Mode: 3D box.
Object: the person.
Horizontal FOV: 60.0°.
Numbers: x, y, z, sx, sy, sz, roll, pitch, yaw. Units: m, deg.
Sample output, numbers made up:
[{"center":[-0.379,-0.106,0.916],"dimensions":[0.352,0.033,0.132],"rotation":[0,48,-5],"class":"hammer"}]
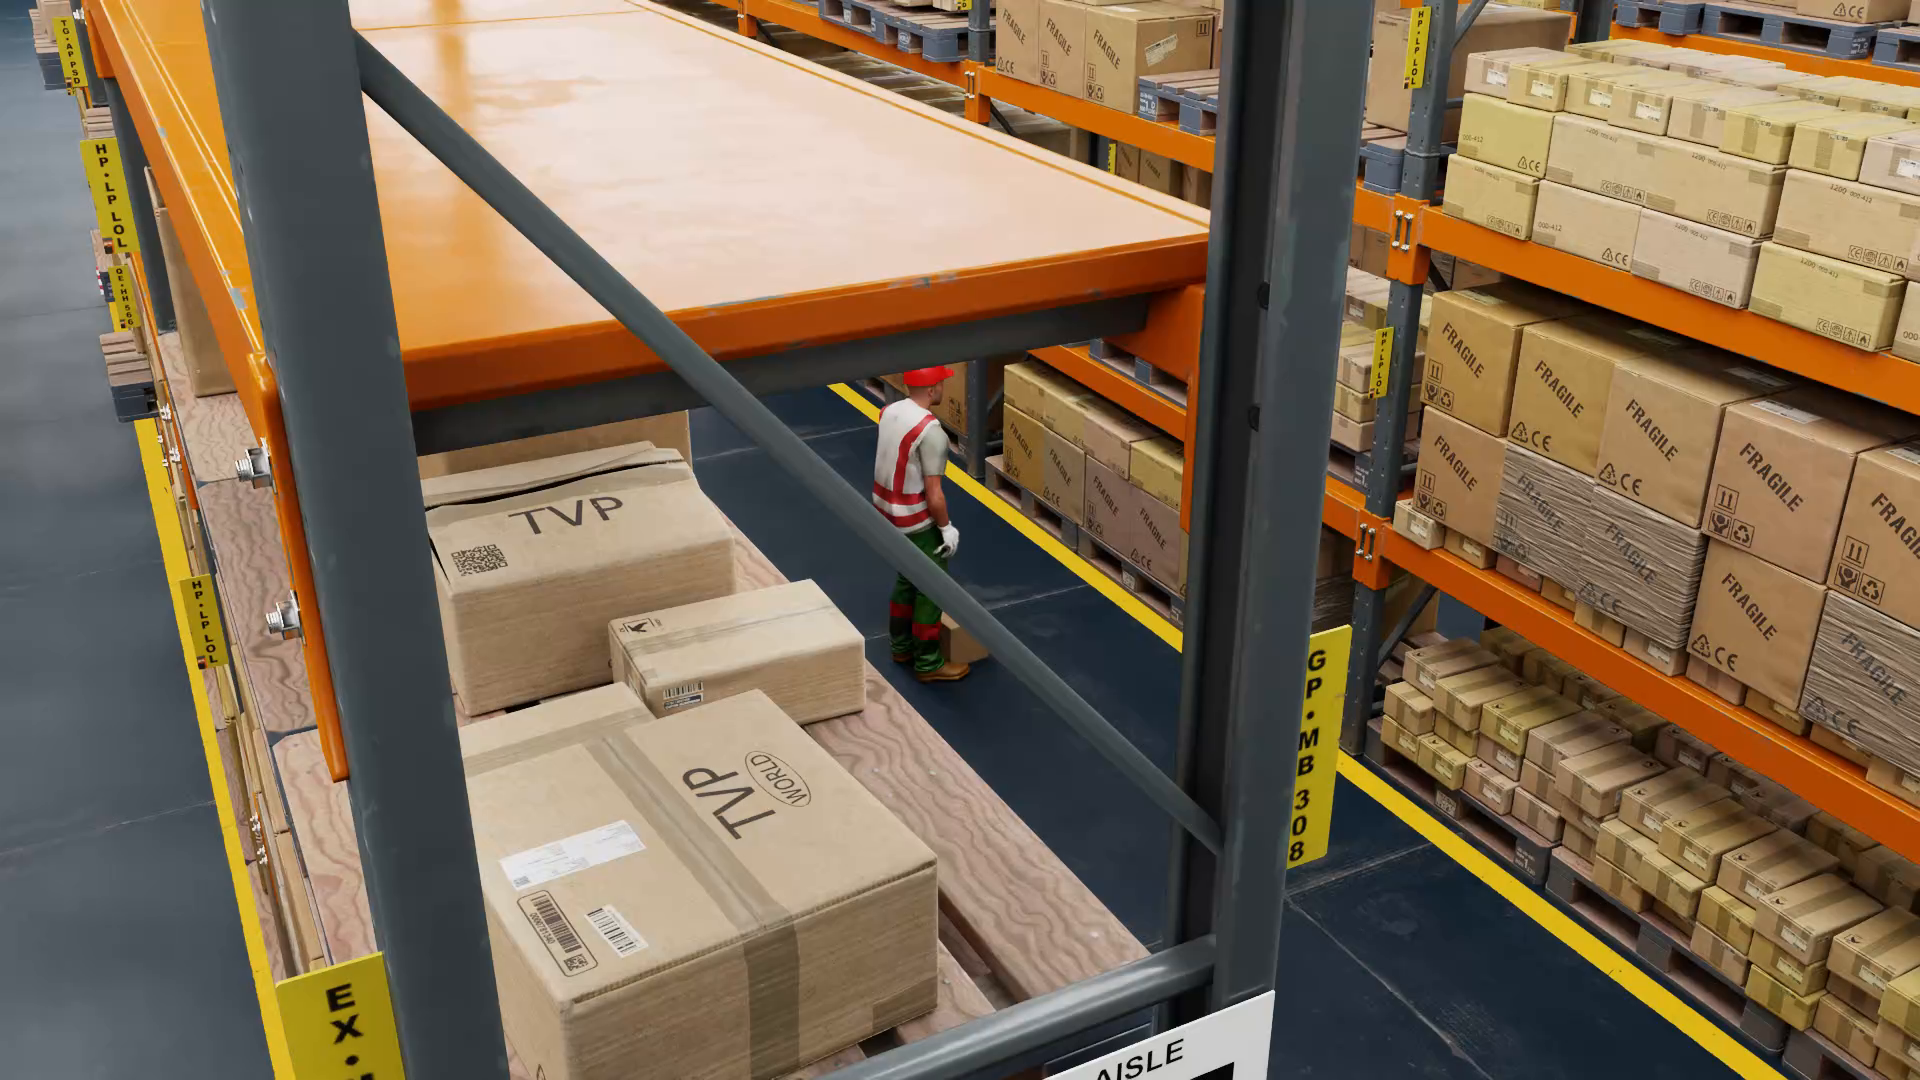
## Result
[{"center":[-0.218,-0.124,8.857],"dimensions":[0.447,1.777,0.620],"rotation":[-15,29,-28],"class":"person"}]
